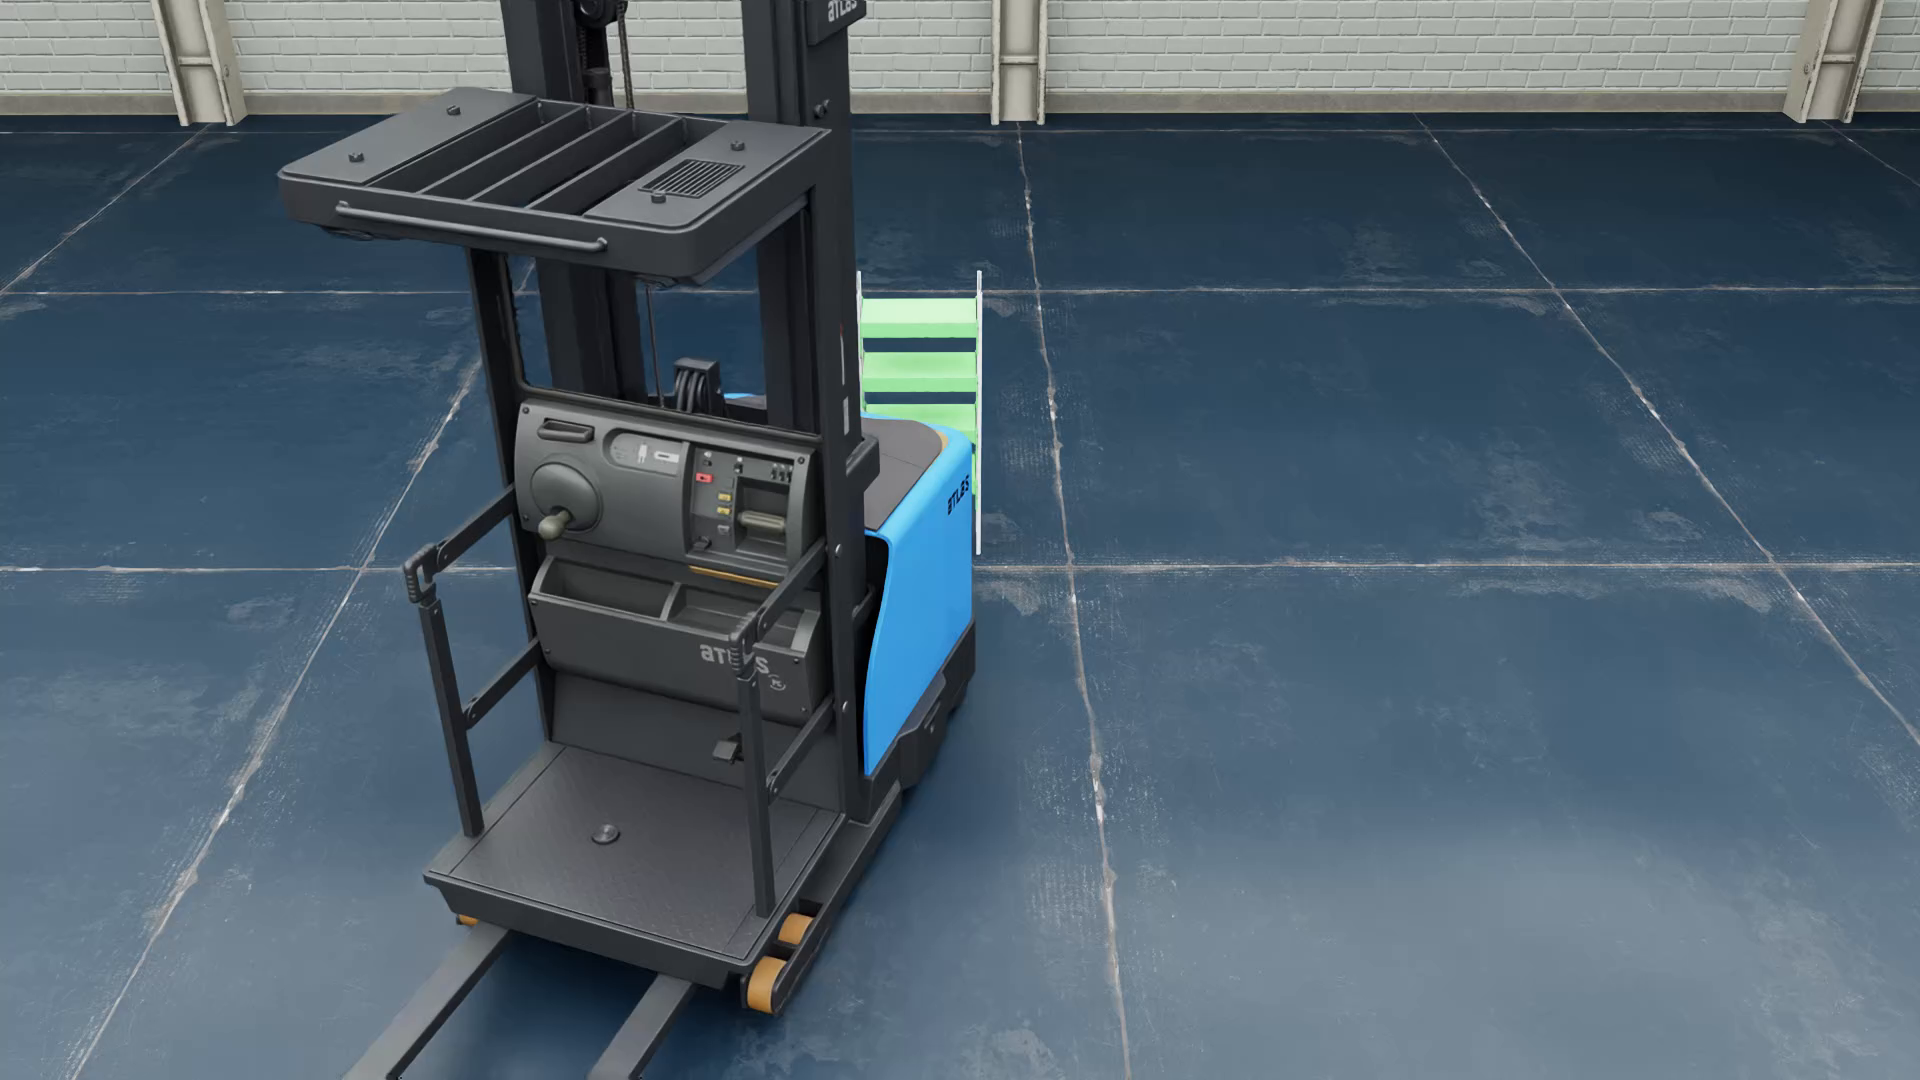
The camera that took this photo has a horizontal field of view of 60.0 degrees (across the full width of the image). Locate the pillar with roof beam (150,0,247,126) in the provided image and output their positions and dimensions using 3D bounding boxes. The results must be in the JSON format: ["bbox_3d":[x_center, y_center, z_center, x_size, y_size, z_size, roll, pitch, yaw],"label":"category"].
[{"bbox_3d":[-5.544,-4.759,6.418,0.400,9.000,9.100,0,31,0],"label":"pillar with roof beam"}]

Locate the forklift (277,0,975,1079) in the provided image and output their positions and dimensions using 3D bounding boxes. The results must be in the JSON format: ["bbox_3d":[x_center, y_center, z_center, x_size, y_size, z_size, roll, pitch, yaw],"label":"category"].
[{"bbox_3d":[-0.930,-0.093,4.577,1.130,2.935,3.031,11,33,17],"label":"forklift"}]

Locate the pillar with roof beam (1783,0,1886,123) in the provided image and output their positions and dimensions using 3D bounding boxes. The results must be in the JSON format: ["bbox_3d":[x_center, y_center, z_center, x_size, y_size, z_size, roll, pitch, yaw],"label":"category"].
[{"bbox_3d":[6.456,-4.796,6.480,0.400,9.000,9.100,0,31,0],"label":"pillar with roof beam"}]

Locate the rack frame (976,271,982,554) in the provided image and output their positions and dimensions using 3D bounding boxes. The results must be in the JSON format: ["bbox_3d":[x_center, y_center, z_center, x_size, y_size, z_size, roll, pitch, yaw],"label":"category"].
[{"bbox_3d":[0.078,-0.513,6.939,0.015,1.200,0.240,0,31,0],"label":"rack frame"}]

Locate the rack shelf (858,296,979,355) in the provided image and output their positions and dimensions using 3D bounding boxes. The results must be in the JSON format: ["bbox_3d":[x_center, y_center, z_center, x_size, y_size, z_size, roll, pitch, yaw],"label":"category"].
[{"bbox_3d":[-0.166,-0.868,6.722,0.480,0.148,0.258,0,31,0],"label":"rack shelf"}]

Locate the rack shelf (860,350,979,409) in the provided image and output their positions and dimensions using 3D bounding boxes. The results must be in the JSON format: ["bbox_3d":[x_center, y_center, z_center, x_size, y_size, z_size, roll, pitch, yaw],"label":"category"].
[{"bbox_3d":[-0.166,-0.663,6.847,0.480,0.148,0.258,0,31,0],"label":"rack shelf"}]

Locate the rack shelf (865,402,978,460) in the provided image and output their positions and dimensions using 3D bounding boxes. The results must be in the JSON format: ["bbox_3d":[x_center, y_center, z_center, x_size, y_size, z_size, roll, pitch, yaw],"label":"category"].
[{"bbox_3d":[-0.166,-0.458,6.971,0.480,0.148,0.258,0,31,0],"label":"rack shelf"}]

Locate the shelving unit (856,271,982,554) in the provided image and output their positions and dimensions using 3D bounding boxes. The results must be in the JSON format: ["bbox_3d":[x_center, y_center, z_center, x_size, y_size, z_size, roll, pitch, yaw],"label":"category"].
[{"bbox_3d":[-0.166,-0.512,6.938,0.503,1.200,0.258,0,31,0],"label":"shelving unit"}]

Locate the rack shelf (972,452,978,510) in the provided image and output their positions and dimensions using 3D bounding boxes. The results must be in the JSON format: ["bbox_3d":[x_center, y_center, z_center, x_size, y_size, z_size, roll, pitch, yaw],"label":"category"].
[{"bbox_3d":[-0.166,-0.253,7.096,0.480,0.148,0.258,0,31,0],"label":"rack shelf"}]

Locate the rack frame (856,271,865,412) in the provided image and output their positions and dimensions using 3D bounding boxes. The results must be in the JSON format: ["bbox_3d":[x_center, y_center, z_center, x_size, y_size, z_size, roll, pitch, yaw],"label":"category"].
[{"bbox_3d":[-0.410,-0.512,6.937,0.015,1.200,0.240,0,31,0],"label":"rack frame"}]

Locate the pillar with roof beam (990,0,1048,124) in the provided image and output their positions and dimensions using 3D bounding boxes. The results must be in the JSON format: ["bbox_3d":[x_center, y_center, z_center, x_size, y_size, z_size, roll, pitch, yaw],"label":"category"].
[{"bbox_3d":[0.456,-4.777,6.449,0.400,9.000,9.100,0,31,0],"label":"pillar with roof beam"}]
